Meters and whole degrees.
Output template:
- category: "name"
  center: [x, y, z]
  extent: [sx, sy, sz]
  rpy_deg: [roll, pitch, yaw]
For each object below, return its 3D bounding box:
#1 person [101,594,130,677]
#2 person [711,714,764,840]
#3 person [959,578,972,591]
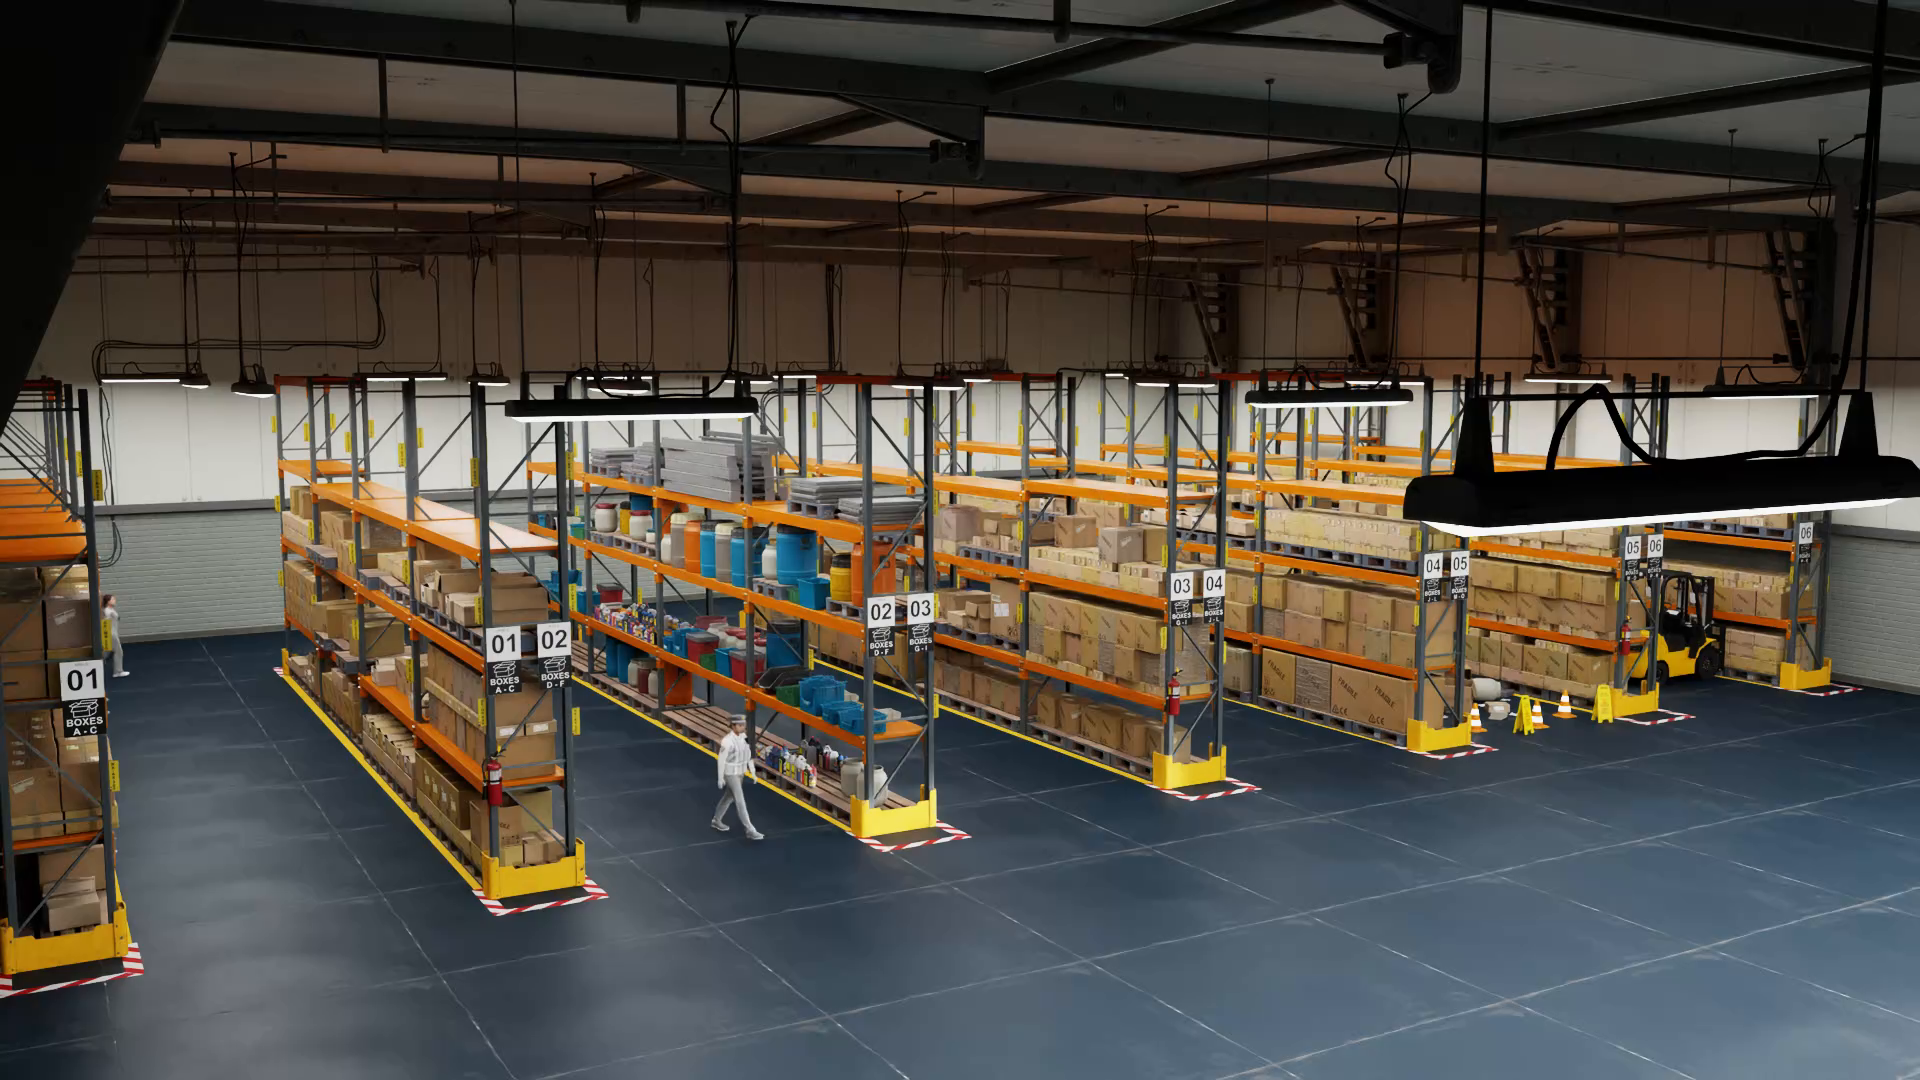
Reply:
- category: "person"
  center: [-16.900, 1.891, 32.954]
  extent: [0.709, 1.654, 0.434]
  rpy_deg: [-4, 7, -33]
- category: "person"
  center: [-2.917, 3.098, 21.989]
  extent: [0.979, 1.616, 0.505]
  rpy_deg: [3, 7, 25]
- category: "person"
  center: [0.038, 1.592, 36.238]
  extent: [0.614, 1.570, 0.738]
  rpy_deg: [-2, 7, -21]
